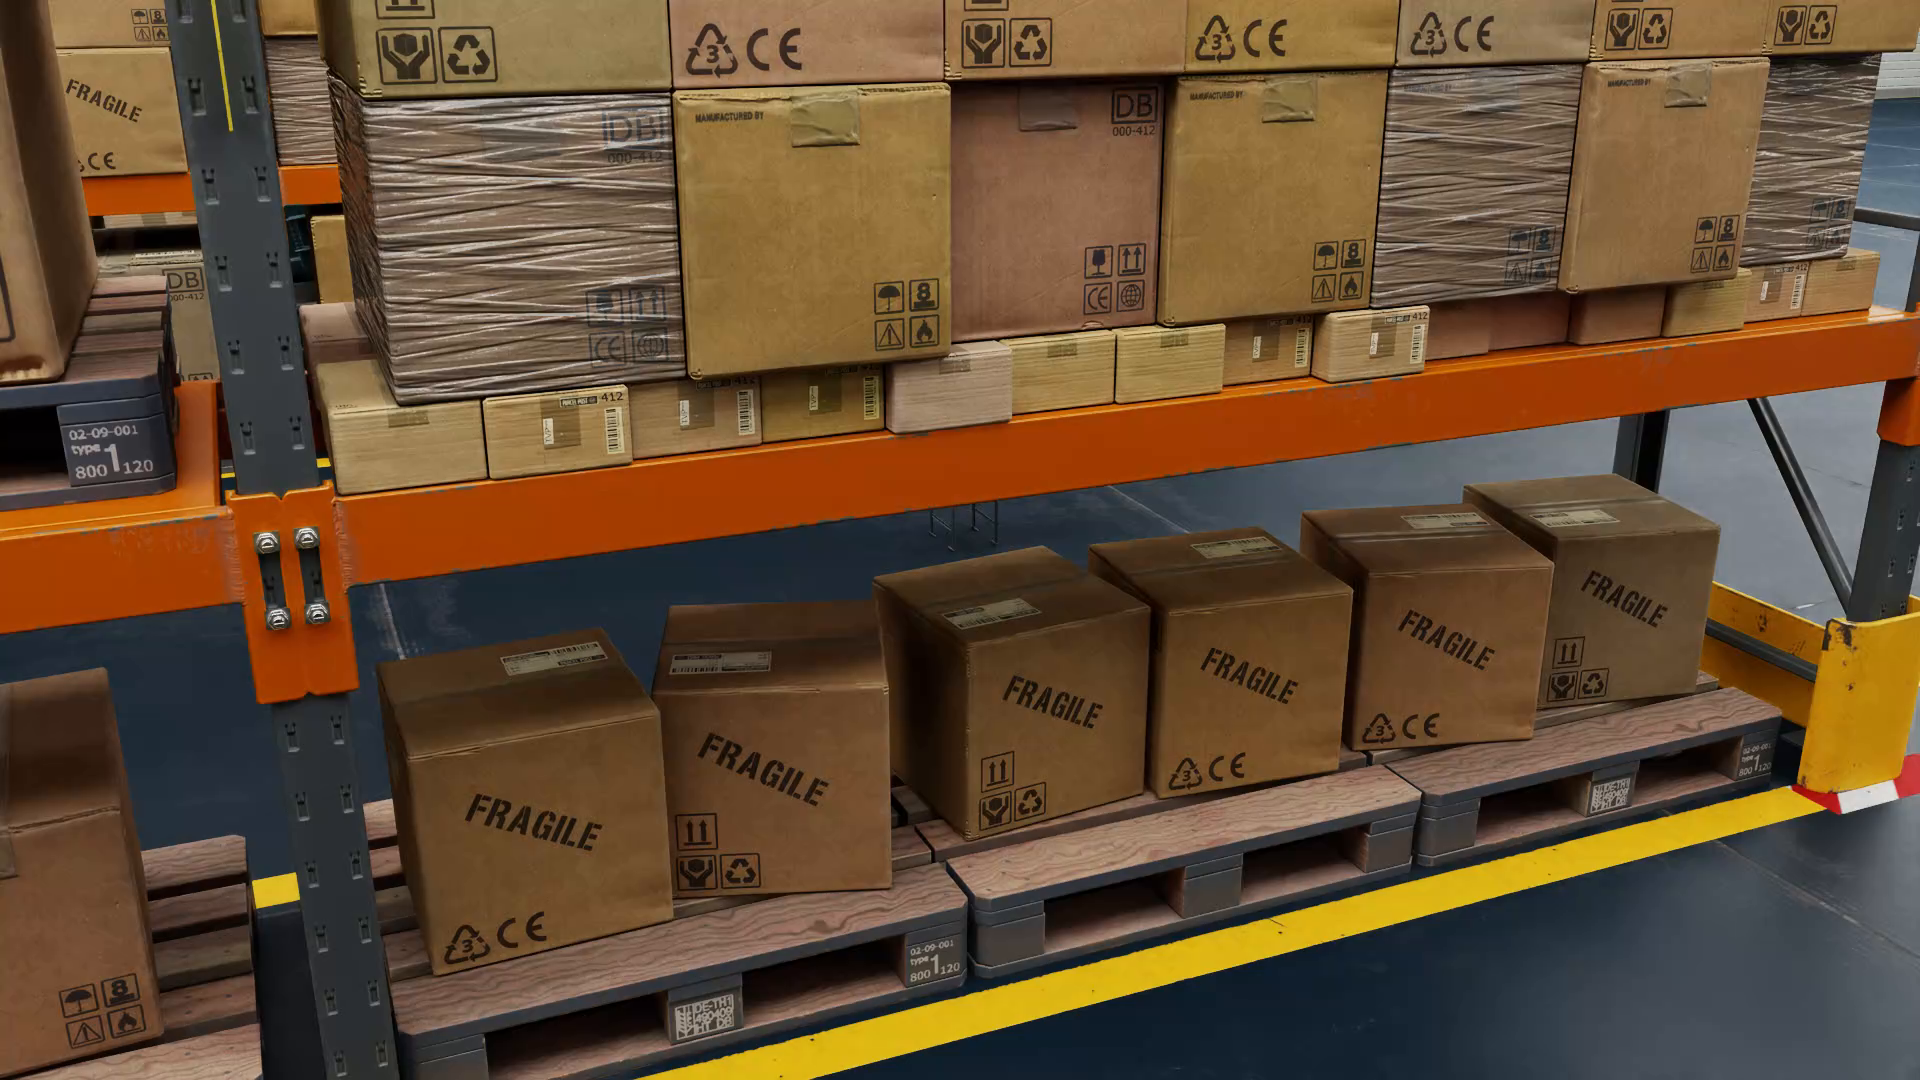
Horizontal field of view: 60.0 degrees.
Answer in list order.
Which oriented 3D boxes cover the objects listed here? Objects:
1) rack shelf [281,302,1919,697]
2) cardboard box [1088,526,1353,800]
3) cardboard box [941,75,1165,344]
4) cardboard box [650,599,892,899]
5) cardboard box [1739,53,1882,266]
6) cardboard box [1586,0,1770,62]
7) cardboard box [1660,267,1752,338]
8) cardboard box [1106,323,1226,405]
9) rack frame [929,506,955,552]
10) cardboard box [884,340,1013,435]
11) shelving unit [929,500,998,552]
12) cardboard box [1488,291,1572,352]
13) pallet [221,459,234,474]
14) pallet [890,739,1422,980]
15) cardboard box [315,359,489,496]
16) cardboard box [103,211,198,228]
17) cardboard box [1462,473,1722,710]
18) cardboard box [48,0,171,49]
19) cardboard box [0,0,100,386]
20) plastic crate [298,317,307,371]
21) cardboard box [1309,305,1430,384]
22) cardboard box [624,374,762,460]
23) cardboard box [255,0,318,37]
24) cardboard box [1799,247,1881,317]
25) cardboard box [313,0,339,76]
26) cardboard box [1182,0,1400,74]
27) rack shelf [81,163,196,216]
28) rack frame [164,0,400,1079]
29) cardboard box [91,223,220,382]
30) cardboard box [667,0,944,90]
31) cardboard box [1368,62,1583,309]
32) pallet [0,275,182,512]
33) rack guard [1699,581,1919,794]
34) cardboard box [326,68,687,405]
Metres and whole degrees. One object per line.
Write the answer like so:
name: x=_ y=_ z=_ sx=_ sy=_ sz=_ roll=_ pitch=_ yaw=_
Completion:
rack shelf: x=0.509 y=-0.322 z=4.002 sx=4.000 sy=0.370 sz=1.077 roll=-8 pitch=21 yaw=-22
cardboard box: x=0.648 y=0.300 z=4.286 sx=0.500 sy=0.500 sz=0.500 roll=-6 pitch=20 yaw=-17
cardboard box: x=0.003 y=-0.777 z=3.615 sx=0.500 sy=0.500 sz=0.875 roll=-8 pitch=21 yaw=-22
cardboard box: x=-0.421 y=0.465 z=3.816 sx=0.500 sy=0.500 sz=0.500 roll=-2 pitch=19 yaw=-5
cardboard box: x=1.830 y=-1.048 z=4.382 sx=0.500 sy=0.500 sz=0.875 roll=-8 pitch=21 yaw=-22
cardboard box: x=1.482 y=-1.368 z=3.787 sx=0.500 sy=0.500 sz=0.500 roll=-8 pitch=21 yaw=-22
cardboard box: x=1.727 y=-0.624 z=4.156 sx=0.250 sy=0.149 sz=0.380 roll=-8 pitch=21 yaw=-22
cardboard box: x=0.362 y=-0.417 z=3.569 sx=0.250 sy=0.149 sz=0.380 roll=-8 pitch=21 yaw=-22
rack frame: x=-0.071 y=-0.556 z=6.294 sx=0.006 sy=1.200 sz=0.240 roll=-8 pitch=21 yaw=-22
cardboard box: x=-0.085 y=-0.342 z=3.356 sx=0.250 sy=0.149 sz=0.380 roll=-8 pitch=21 yaw=-22
shelving unit: x=0.013 y=-0.568 z=6.328 sx=0.189 sy=1.200 sz=0.258 roll=-8 pitch=21 yaw=-22
cardboard box: x=1.245 y=-0.575 z=4.018 sx=0.250 sy=0.149 sz=0.380 roll=-8 pitch=21 yaw=-22
pallet: x=-3.877 y=-0.484 z=7.579 sx=1.213 sy=0.211 sz=1.003 roll=-8 pitch=21 yaw=-22
pallet: x=0.398 y=0.656 z=4.340 sx=1.213 sy=0.211 sz=1.003 roll=-8 pitch=21 yaw=-22
cardboard box: x=-1.010 y=-0.216 z=2.997 sx=0.250 sy=0.149 sz=0.380 roll=-8 pitch=21 yaw=-22
cardboard box: x=-5.733 y=-2.309 z=11.887 sx=0.625 sy=0.372 sz=0.950 roll=-8 pitch=21 yaw=-21
cardboard box: x=1.766 y=0.134 z=4.757 sx=0.500 sy=0.500 sz=0.500 roll=-4 pitch=20 yaw=-12
cardboard box: x=-3.652 y=-2.375 z=7.096 sx=0.500 sy=0.500 sz=0.700 roll=-9 pitch=21 yaw=-23
cardboard box: x=-2.112 y=-0.817 z=2.791 sx=1.000 sy=1.000 sz=1.000 roll=-8 pitch=21 yaw=-22
plastic crate: x=-3.558 y=-1.047 z=9.126 sx=0.662 sy=0.188 sz=0.450 roll=2 pitch=30 yaw=6
cardboard box: x=0.830 y=-0.476 z=3.735 sx=0.250 sy=0.149 sz=0.380 roll=-8 pitch=21 yaw=-22
cardboard box: x=-0.557 y=-0.286 z=3.197 sx=0.250 sy=0.149 sz=0.380 roll=-8 pitch=21 yaw=-22
cardboard box: x=-2.846 y=-2.542 z=7.373 sx=0.550 sy=0.550 sz=0.875 roll=-8 pitch=21 yaw=-22
cardboard box: x=2.166 y=-0.705 z=4.387 sx=0.250 sy=0.149 sz=0.380 roll=-8 pitch=21 yaw=-22
cardboard box: x=-1.023 y=-1.200 z=3.310 sx=0.500 sy=0.500 sz=0.500 roll=-8 pitch=21 yaw=-22
cardboard box: x=0.559 y=-1.240 z=3.422 sx=0.500 sy=0.500 sz=0.500 roll=-8 pitch=21 yaw=-22
rack shelf: x=-5.035 y=-1.321 z=6.841 sx=4.000 sy=0.370 sz=1.077 roll=-8 pitch=21 yaw=-22
rack frame: x=-1.327 y=-0.398 z=3.136 sx=0.127 sy=3.000 sz=1.000 roll=-8 pitch=21 yaw=-22
cardboard box: x=-3.733 y=-0.952 z=7.463 sx=0.750 sy=0.750 sz=1.050 roll=-8 pitch=21 yaw=-22
cardboard box: x=-0.355 y=-1.105 z=3.040 sx=0.500 sy=0.500 sz=0.500 roll=-8 pitch=21 yaw=-22
cardboard box: x=0.942 y=-0.893 z=3.942 sx=0.500 sy=0.500 sz=0.875 roll=-8 pitch=21 yaw=-22
pallet: x=-2.086 y=-0.251 z=3.008 sx=1.213 sy=0.211 sz=1.003 roll=-8 pitch=21 yaw=-22
rack guard: x=2.276 y=0.265 z=5.017 sx=0.348 sy=0.500 sz=1.175 roll=-8 pitch=21 yaw=-22
cardboard box: x=-0.889 y=-0.626 z=3.184 sx=0.500 sy=0.500 sz=0.875 roll=-8 pitch=21 yaw=-22
